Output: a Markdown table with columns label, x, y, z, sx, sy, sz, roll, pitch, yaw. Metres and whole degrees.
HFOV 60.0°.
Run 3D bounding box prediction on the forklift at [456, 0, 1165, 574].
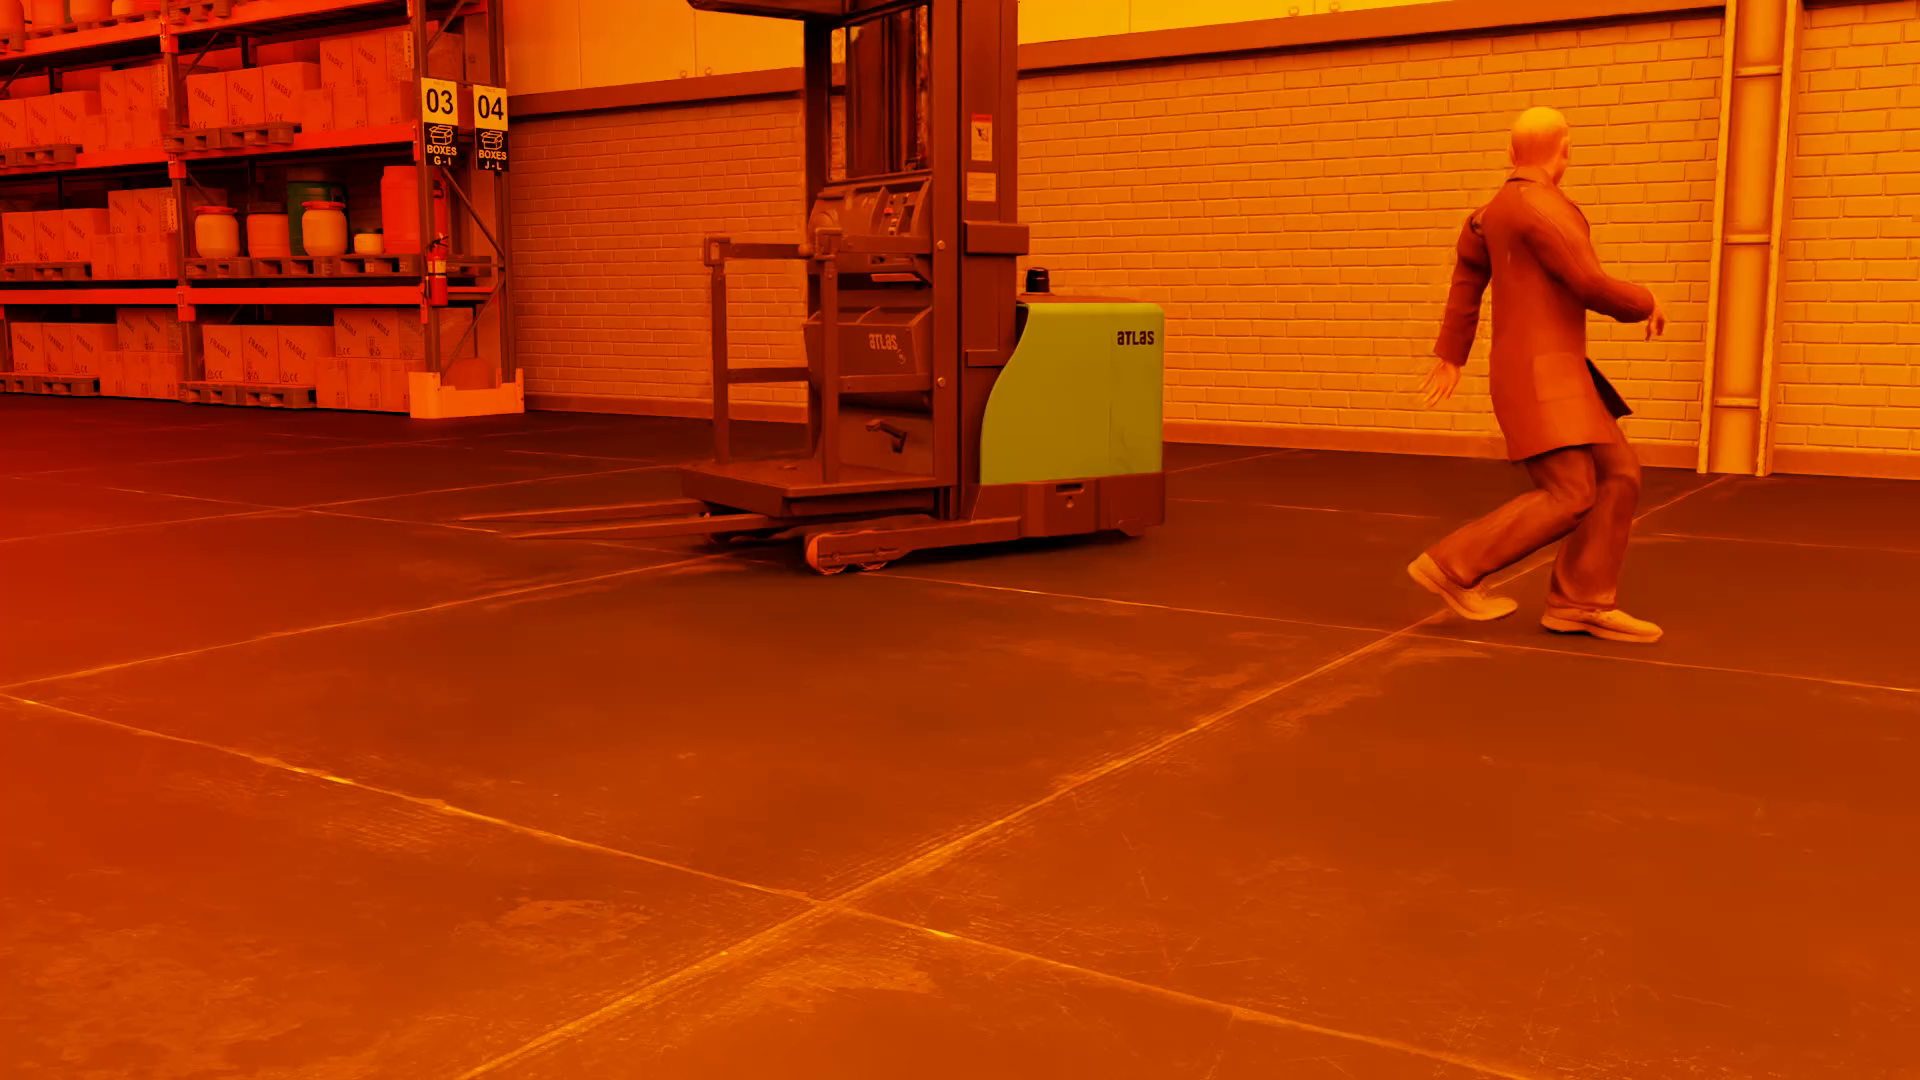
| label | x | y | z | sx | sy | sz | roll | pitch | yaw |
| --- | --- | --- | --- | --- | --- | --- | --- | --- | --- |
| forklift | -0.569 | -1.397 | 7.020 | 3.031 | 2.935 | 1.130 | -5 | 10 | -33 |

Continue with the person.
| label | x | y | z | sx | sy | sz | roll | pitch | yaw |
| --- | --- | --- | --- | --- | --- | --- | --- | --- | --- |
| person | 1.887 | -0.536 | 5.407 | 0.823 | 1.702 | 0.668 | 3 | 9 | 21 |
